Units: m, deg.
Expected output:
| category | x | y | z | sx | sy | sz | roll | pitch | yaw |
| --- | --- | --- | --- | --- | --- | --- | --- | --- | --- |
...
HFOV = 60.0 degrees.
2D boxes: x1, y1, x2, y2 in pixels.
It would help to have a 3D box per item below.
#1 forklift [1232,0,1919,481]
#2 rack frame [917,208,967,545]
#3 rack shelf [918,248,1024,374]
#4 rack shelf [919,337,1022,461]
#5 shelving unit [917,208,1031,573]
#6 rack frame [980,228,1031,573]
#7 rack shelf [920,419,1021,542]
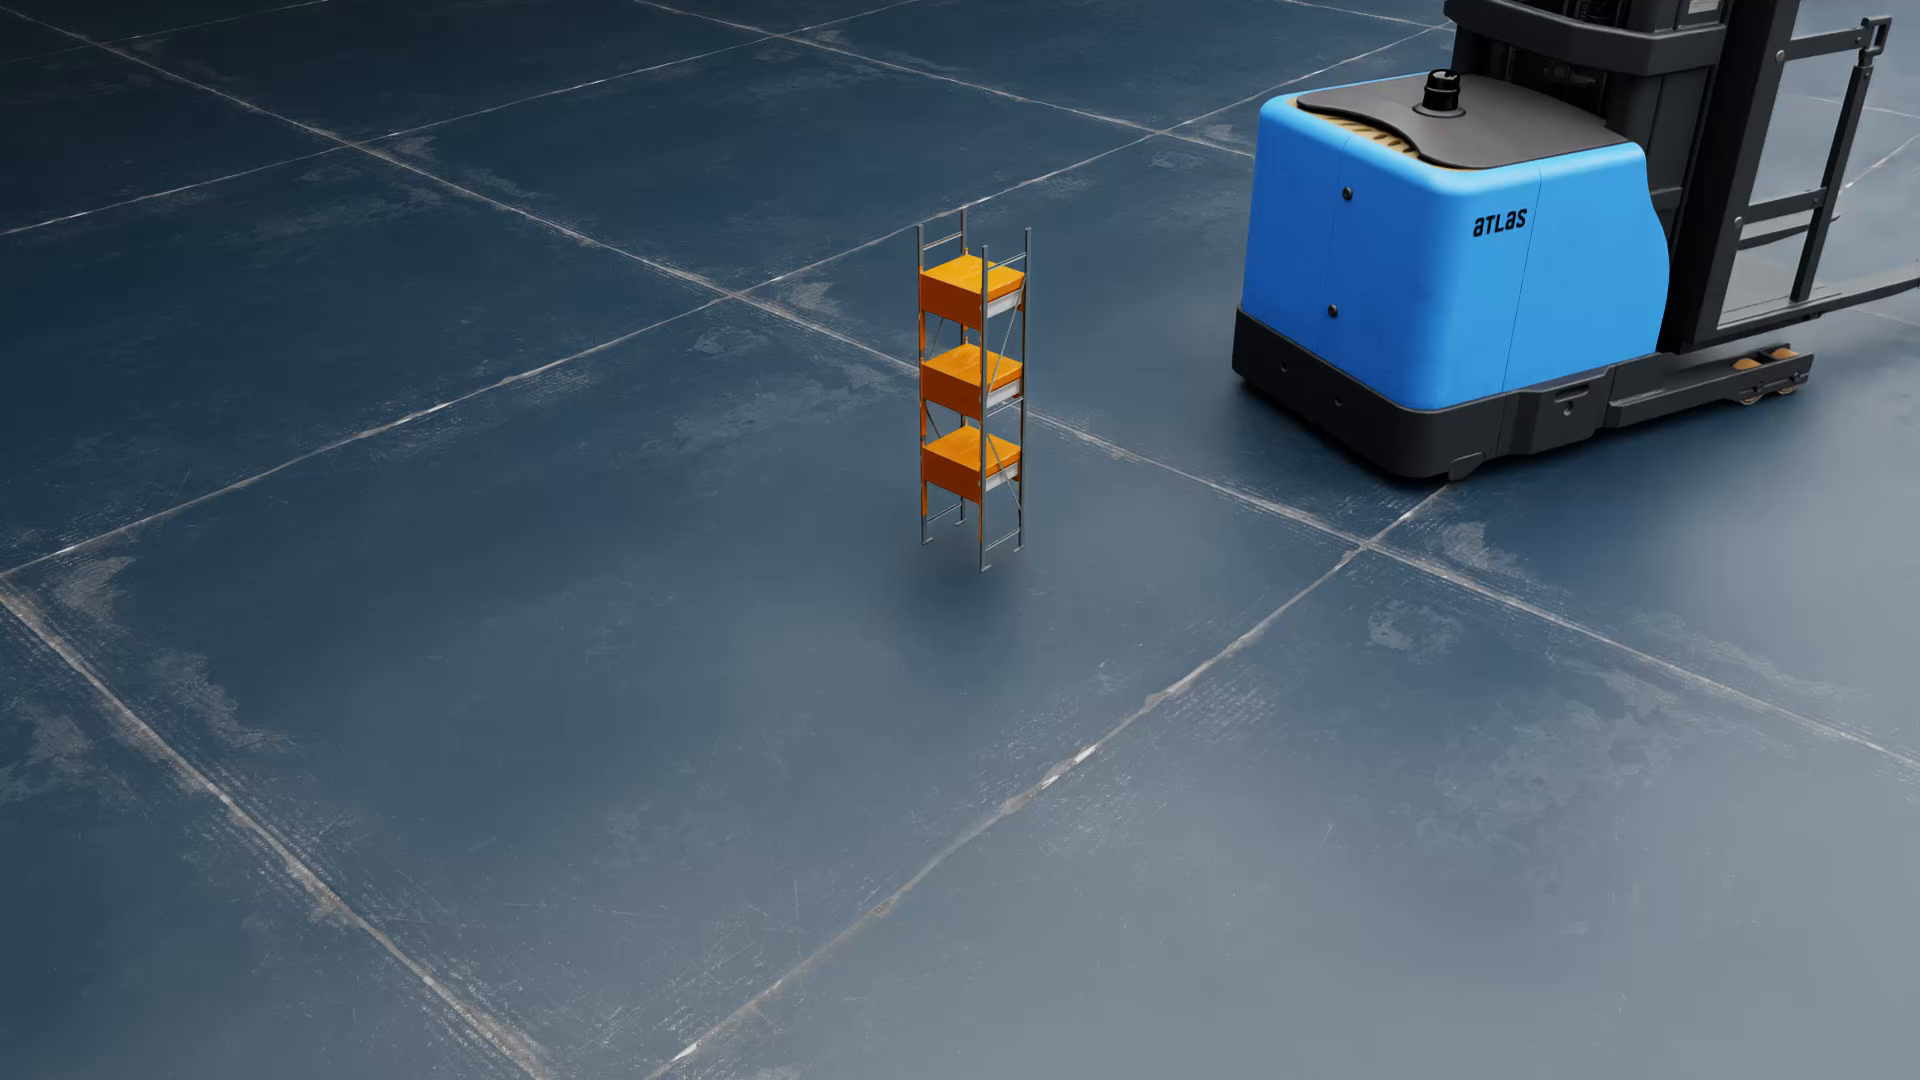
| category | x | y | z | sx | sy | sz | roll | pitch | yaw |
| --- | --- | --- | --- | --- | --- | --- | --- | --- | --- |
| forklift | 2.559 | -1.975 | 5.689 | 3.031 | 2.935 | 1.130 | -15 | 34 | -23 |
| rack frame | -0.051 | -0.473 | 5.019 | 0.008 | 1.050 | 0.200 | 25 | 39 | 35 |
| rack shelf | 0.040 | -0.665 | 4.808 | 0.240 | 0.259 | 0.215 | 25 | 39 | 35 |
| rack shelf | 0.040 | -0.422 | 4.954 | 0.240 | 0.259 | 0.215 | 25 | 39 | 35 |
| shelving unit | 0.040 | -0.431 | 4.948 | 0.252 | 1.050 | 0.215 | 25 | 39 | 35 |
| rack frame | 0.130 | -0.389 | 4.878 | 0.008 | 1.050 | 0.200 | 25 | 39 | 35 |
| rack shelf | 0.040 | -0.184 | 5.097 | 0.240 | 0.259 | 0.215 | 25 | 39 | 35 |
